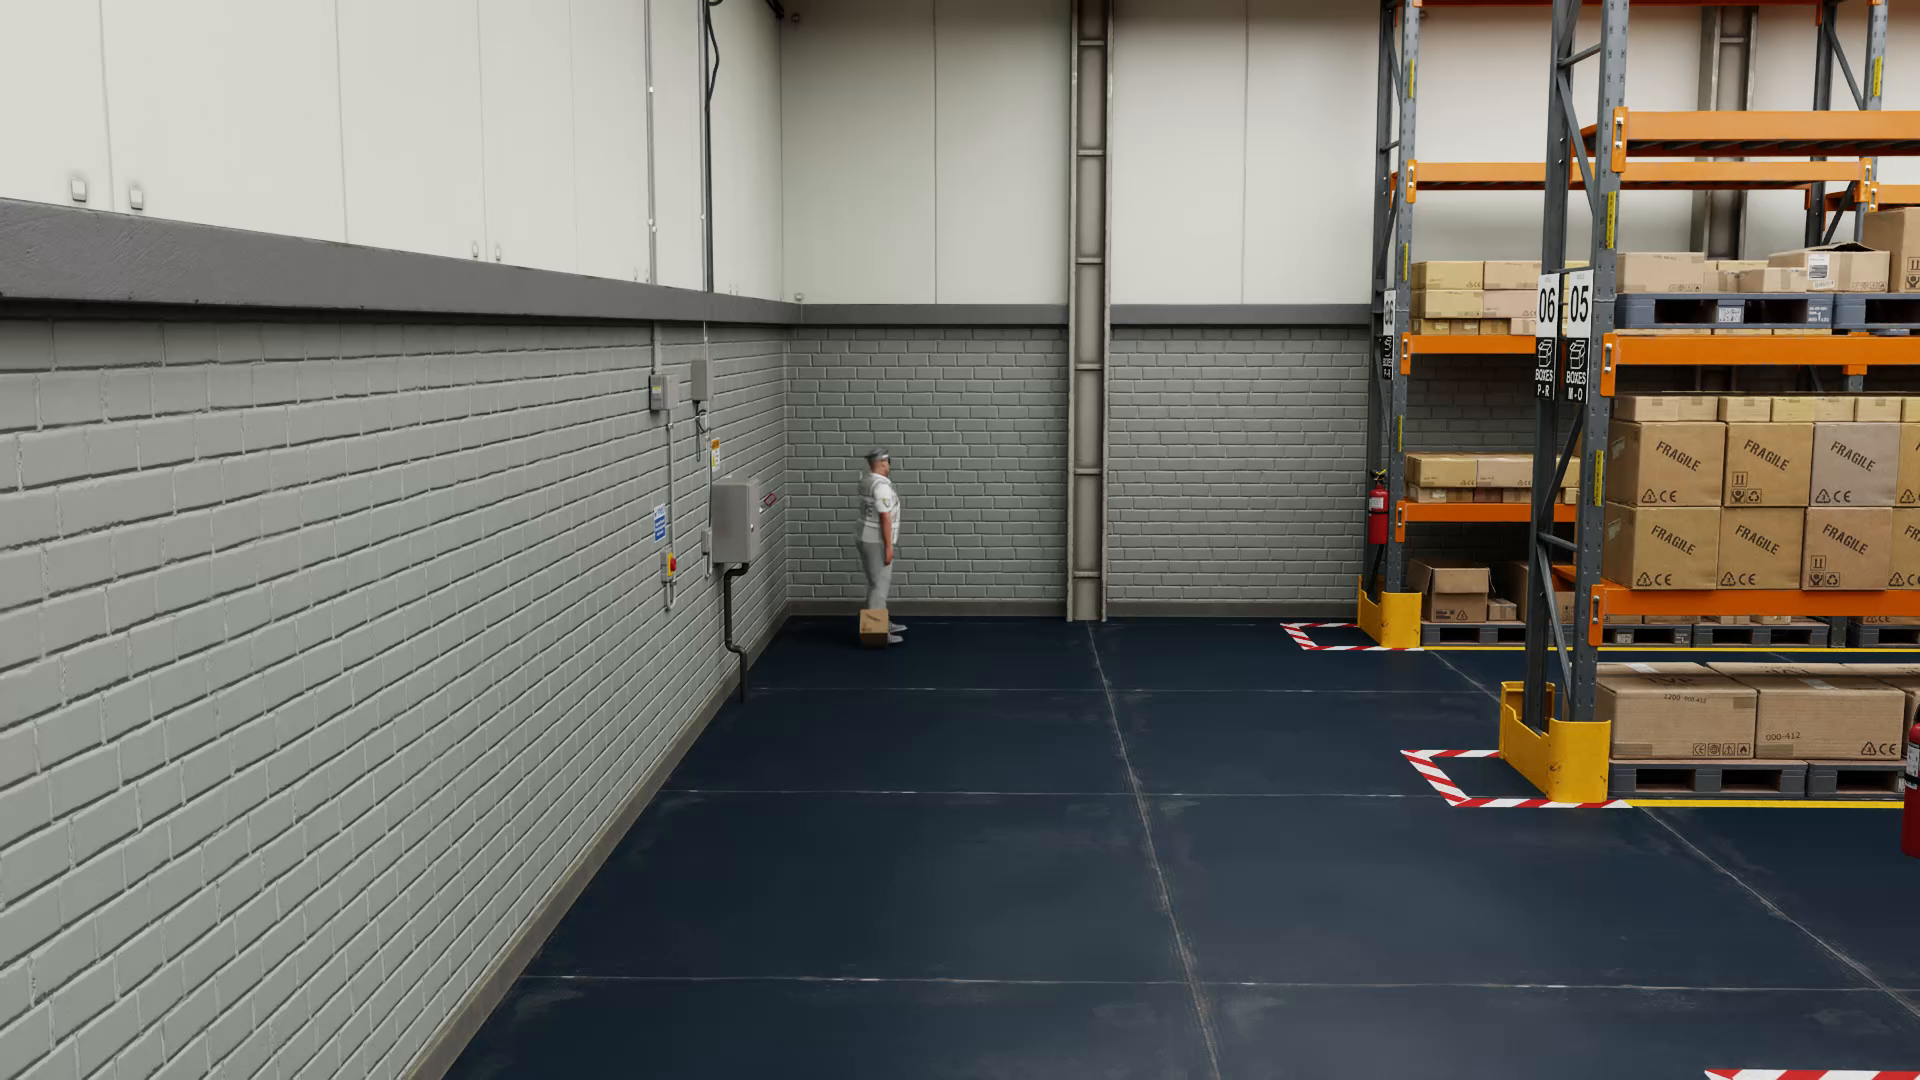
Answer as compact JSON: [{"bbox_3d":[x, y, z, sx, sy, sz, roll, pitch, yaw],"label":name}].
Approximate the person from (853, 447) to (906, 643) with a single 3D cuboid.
[{"bbox_3d":[-0.705,0.034,15.242,0.499,1.769,0.572,-3,8,-21],"label":"person"}]
